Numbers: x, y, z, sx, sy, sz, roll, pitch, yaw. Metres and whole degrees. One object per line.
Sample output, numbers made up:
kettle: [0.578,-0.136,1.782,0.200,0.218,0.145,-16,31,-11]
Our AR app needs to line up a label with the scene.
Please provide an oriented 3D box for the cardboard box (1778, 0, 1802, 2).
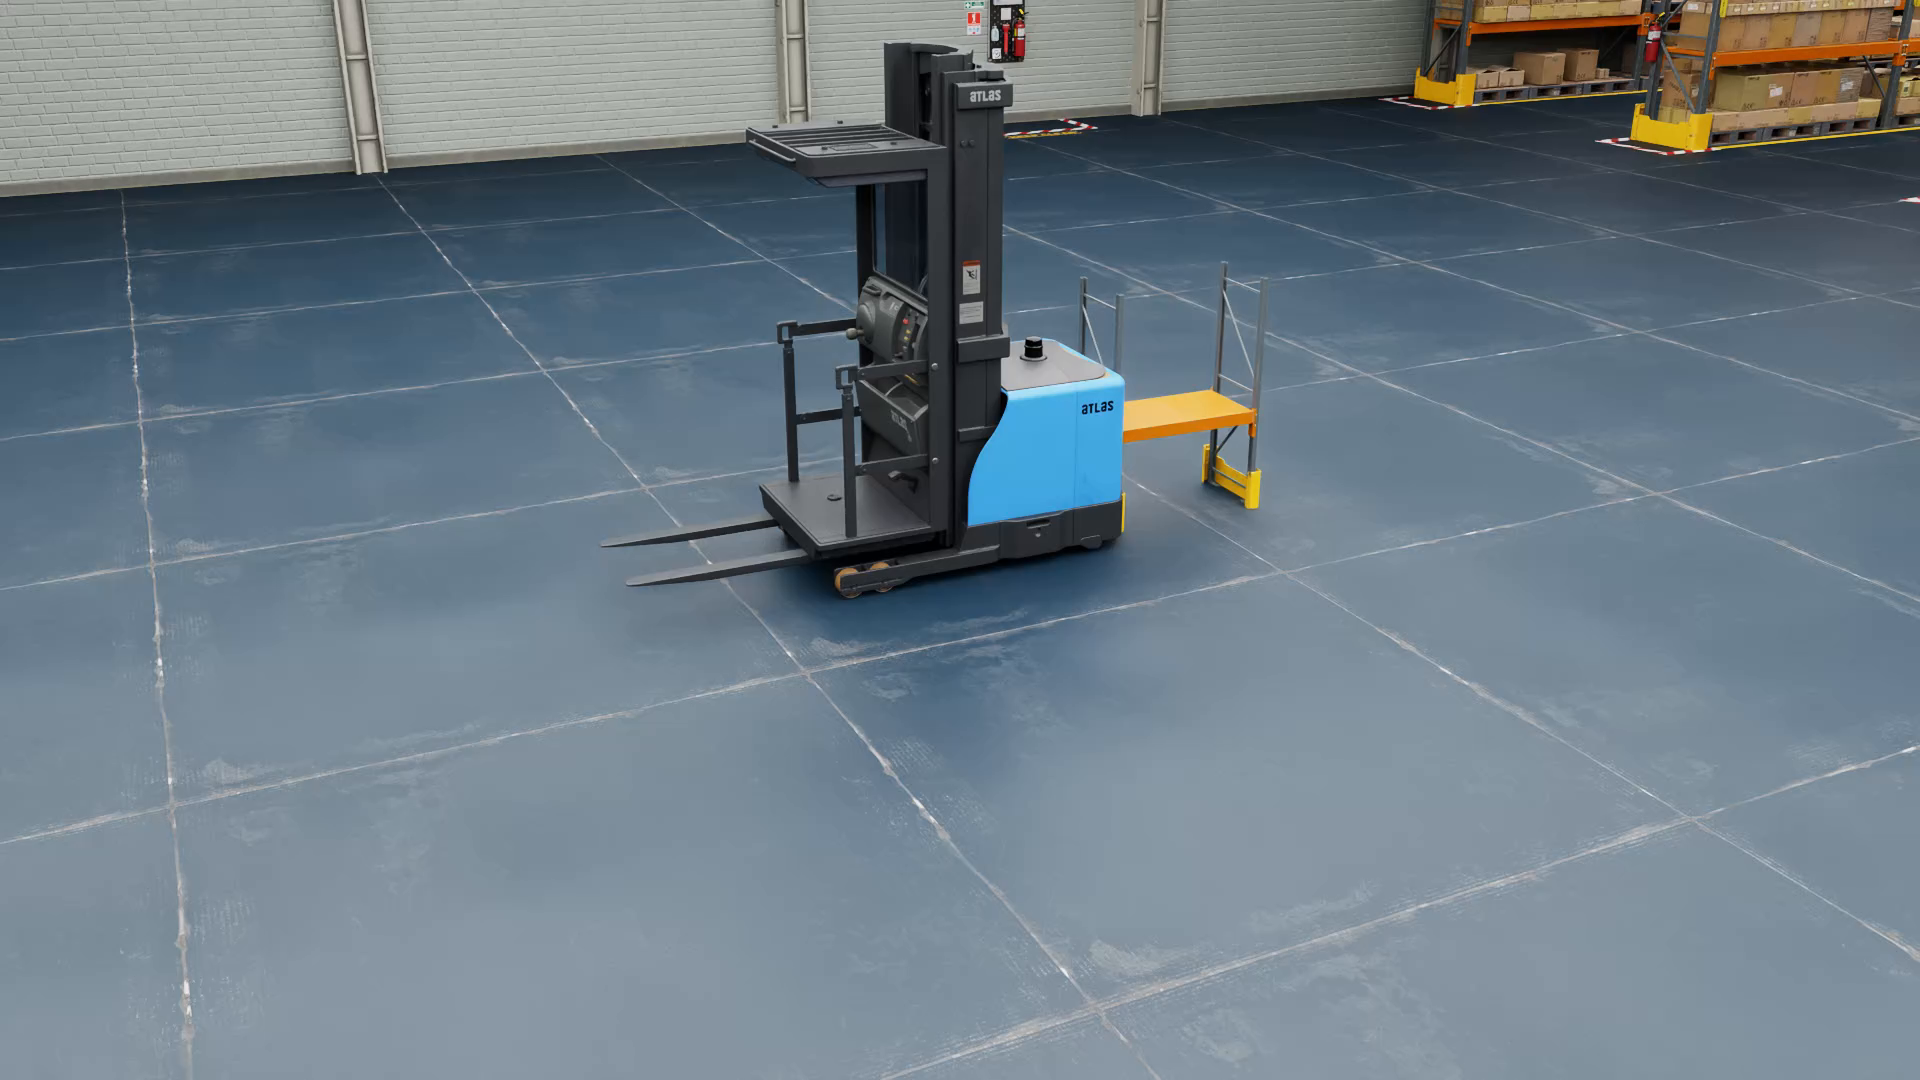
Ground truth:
cardboard box: [11.700,-8.041,23.926,0.500,0.500,0.700,-10,25,-23]

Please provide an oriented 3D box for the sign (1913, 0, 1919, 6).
sign: [14.147,-8.049,24.538,0.005,0.325,0.100,-10,25,-24]

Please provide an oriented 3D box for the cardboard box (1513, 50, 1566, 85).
cardboard box: [10.008,-8.178,28.777,0.500,0.500,0.700,-12,25,-27]

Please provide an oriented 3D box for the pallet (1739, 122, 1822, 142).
pallet: [12.069,-6.194,24.937,1.213,0.211,1.003,-10,25,-24]

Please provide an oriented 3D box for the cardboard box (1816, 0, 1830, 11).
cardboard box: [12.370,-7.775,24.133,0.250,0.149,0.380,-10,24,-22]

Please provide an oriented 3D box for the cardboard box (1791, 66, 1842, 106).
cardboard box: [12.677,-6.758,24.720,0.500,0.500,0.500,-10,25,-24]

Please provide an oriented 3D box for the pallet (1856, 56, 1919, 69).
pallet: [18.299,-9.395,32.670,1.213,0.211,1.003,-10,25,-24]

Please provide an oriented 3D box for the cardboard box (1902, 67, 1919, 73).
cardboard box: [15.062,-7.323,26.331,0.500,0.311,0.500,-11,25,-24]

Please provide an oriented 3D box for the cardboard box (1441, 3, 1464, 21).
cardboard box: [8.486,-8.931,28.074,0.500,0.250,0.500,-10,25,-23]

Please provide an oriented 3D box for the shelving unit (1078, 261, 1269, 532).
shelving unit: [1.326,-0.921,10.514,1.083,1.500,0.587,-10,24,-22]

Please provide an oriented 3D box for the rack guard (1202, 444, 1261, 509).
rack guard: [1.780,-0.422,10.942,0.087,0.250,0.587,-10,24,-22]

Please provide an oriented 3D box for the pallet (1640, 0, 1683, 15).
pallet: [12.505,-9.498,29.525,1.213,0.211,1.003,-10,25,-24]

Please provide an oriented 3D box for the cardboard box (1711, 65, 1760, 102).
cardboard box: [11.549,-6.773,24.755,0.500,0.500,0.500,-10,25,-24]

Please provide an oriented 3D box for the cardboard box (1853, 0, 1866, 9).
cardboard box: [13.058,-7.902,24.439,0.250,0.149,0.380,-10,25,-24]

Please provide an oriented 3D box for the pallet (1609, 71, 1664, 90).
pallet: [12.454,-8.351,30.149,1.213,0.211,1.003,-10,25,-24]

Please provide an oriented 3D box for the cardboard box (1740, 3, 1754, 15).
cardboard box: [10.984,-7.522,23.520,0.250,0.149,0.380,-11,25,-25]

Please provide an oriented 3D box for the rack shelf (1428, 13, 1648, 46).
rack shelf: [9.951,-8.846,28.639,4.000,0.370,1.077,-10,25,-24]

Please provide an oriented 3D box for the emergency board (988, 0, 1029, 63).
emergency board: [0.755,-7.869,25.338,0.643,1.169,0.194,-10,25,-24]

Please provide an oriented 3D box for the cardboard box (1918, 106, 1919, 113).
cardboard box: [14.837,-6.793,25.785,0.500,0.250,0.500,-10,24,-22]

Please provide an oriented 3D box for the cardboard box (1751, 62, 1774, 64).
cardboard box: [14.731,-9.085,30.968,0.500,0.500,0.700,-10,25,-23]

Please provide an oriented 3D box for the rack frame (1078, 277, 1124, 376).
rack frame: [0.854,-0.840,10.318,0.032,1.500,0.500,-10,24,-22]

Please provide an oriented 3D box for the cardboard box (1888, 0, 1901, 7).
cardboard box: [13.753,-8.031,24.750,0.250,0.149,0.380,-10,25,-24]

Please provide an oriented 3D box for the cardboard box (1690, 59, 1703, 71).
cardboard box: [13.330,-8.860,30.425,0.500,0.500,0.700,-10,25,-23]

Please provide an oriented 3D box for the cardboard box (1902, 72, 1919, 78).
cardboard box: [14.838,-7.050,25.673,0.500,0.311,0.500,-11,25,-24]

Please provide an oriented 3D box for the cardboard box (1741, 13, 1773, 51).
cardboard box: [11.198,-7.348,23.949,0.500,0.500,0.700,-10,24,-22]

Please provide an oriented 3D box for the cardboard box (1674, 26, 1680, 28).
cardboard box: [13.271,-9.195,30.253,0.500,0.250,0.500,-11,25,-25]

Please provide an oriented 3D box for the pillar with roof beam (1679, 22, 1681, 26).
pillar with roof beam: [15.678,-11.544,26.373,0.400,9.000,9.100,-10,25,-24]

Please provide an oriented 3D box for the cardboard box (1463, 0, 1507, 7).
cardboard box: [8.709,-9.109,27.522,0.500,0.500,0.500,-10,25,-24]

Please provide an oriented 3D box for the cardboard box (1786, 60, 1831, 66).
cardboard box: [12.904,-7.019,25.350,0.500,0.500,0.500,-10,25,-24]

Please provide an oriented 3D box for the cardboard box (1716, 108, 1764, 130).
cardboard box: [11.329,-6.160,24.256,0.500,0.250,0.500,-10,25,-24]

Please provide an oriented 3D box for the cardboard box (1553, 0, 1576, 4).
cardboard box: [10.087,-9.361,28.131,0.500,0.500,0.500,-10,24,-22]

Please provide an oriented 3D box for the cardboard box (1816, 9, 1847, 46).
cardboard box: [12.581,-7.602,24.563,0.500,0.500,0.700,-10,25,-23]

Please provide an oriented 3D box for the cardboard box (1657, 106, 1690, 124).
cardboard box: [10.656,-6.254,24.484,0.500,0.250,0.500,-10,25,-24]

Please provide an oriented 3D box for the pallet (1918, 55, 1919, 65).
pallet: [19.680,-9.648,33.282,1.213,0.211,1.003,-10,25,-24]

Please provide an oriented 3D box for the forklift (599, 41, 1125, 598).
forklift: [-0.574,-1.255,9.449,3.031,2.935,1.130,-10,24,-22]

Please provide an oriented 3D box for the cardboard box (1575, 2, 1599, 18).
cardboard box: [10.559,-9.099,28.478,0.500,0.250,0.500,-11,25,-24]

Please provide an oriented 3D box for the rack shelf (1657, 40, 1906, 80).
rack shelf: [12.103,-7.139,24.516,4.000,0.370,1.077,-10,25,-24]

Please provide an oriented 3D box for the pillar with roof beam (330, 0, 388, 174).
pillar with roof beam: [-5.948,-7.563,16.756,0.400,9.000,9.100,-10,25,-24]

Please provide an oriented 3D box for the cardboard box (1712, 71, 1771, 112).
cardboard box: [11.330,-6.506,24.111,0.500,0.500,0.500,-10,25,-24]

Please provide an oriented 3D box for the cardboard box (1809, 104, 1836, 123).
cardboard box: [12.683,-6.407,24.853,0.500,0.250,0.500,-10,25,-24]

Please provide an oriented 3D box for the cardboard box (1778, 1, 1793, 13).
cardboard box: [11.677,-7.649,23.827,0.250,0.149,0.380,-11,25,-25]

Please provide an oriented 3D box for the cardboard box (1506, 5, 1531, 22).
cardboard box: [9.188,-8.849,27.876,0.500,0.250,0.500,-11,25,-25]

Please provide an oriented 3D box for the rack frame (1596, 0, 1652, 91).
rack frame: [11.753,-9.510,29.303,0.127,3.000,1.000,-10,25,-24]

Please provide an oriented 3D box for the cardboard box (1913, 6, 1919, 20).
cardboard box: [15.078,-8.059,25.666,0.500,0.500,0.500,-9,24,-20]

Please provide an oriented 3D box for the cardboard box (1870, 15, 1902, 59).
cardboard box: [17.632,-9.737,32.112,0.750,0.750,0.750,-10,24,-22]

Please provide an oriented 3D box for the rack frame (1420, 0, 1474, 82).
rack frame: [8.149,-8.847,27.700,0.127,3.000,1.000,-10,25,-24]

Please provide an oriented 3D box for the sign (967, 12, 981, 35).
sign: [0.212,-7.829,25.195,0.234,0.329,0.001,-10,25,-24]
